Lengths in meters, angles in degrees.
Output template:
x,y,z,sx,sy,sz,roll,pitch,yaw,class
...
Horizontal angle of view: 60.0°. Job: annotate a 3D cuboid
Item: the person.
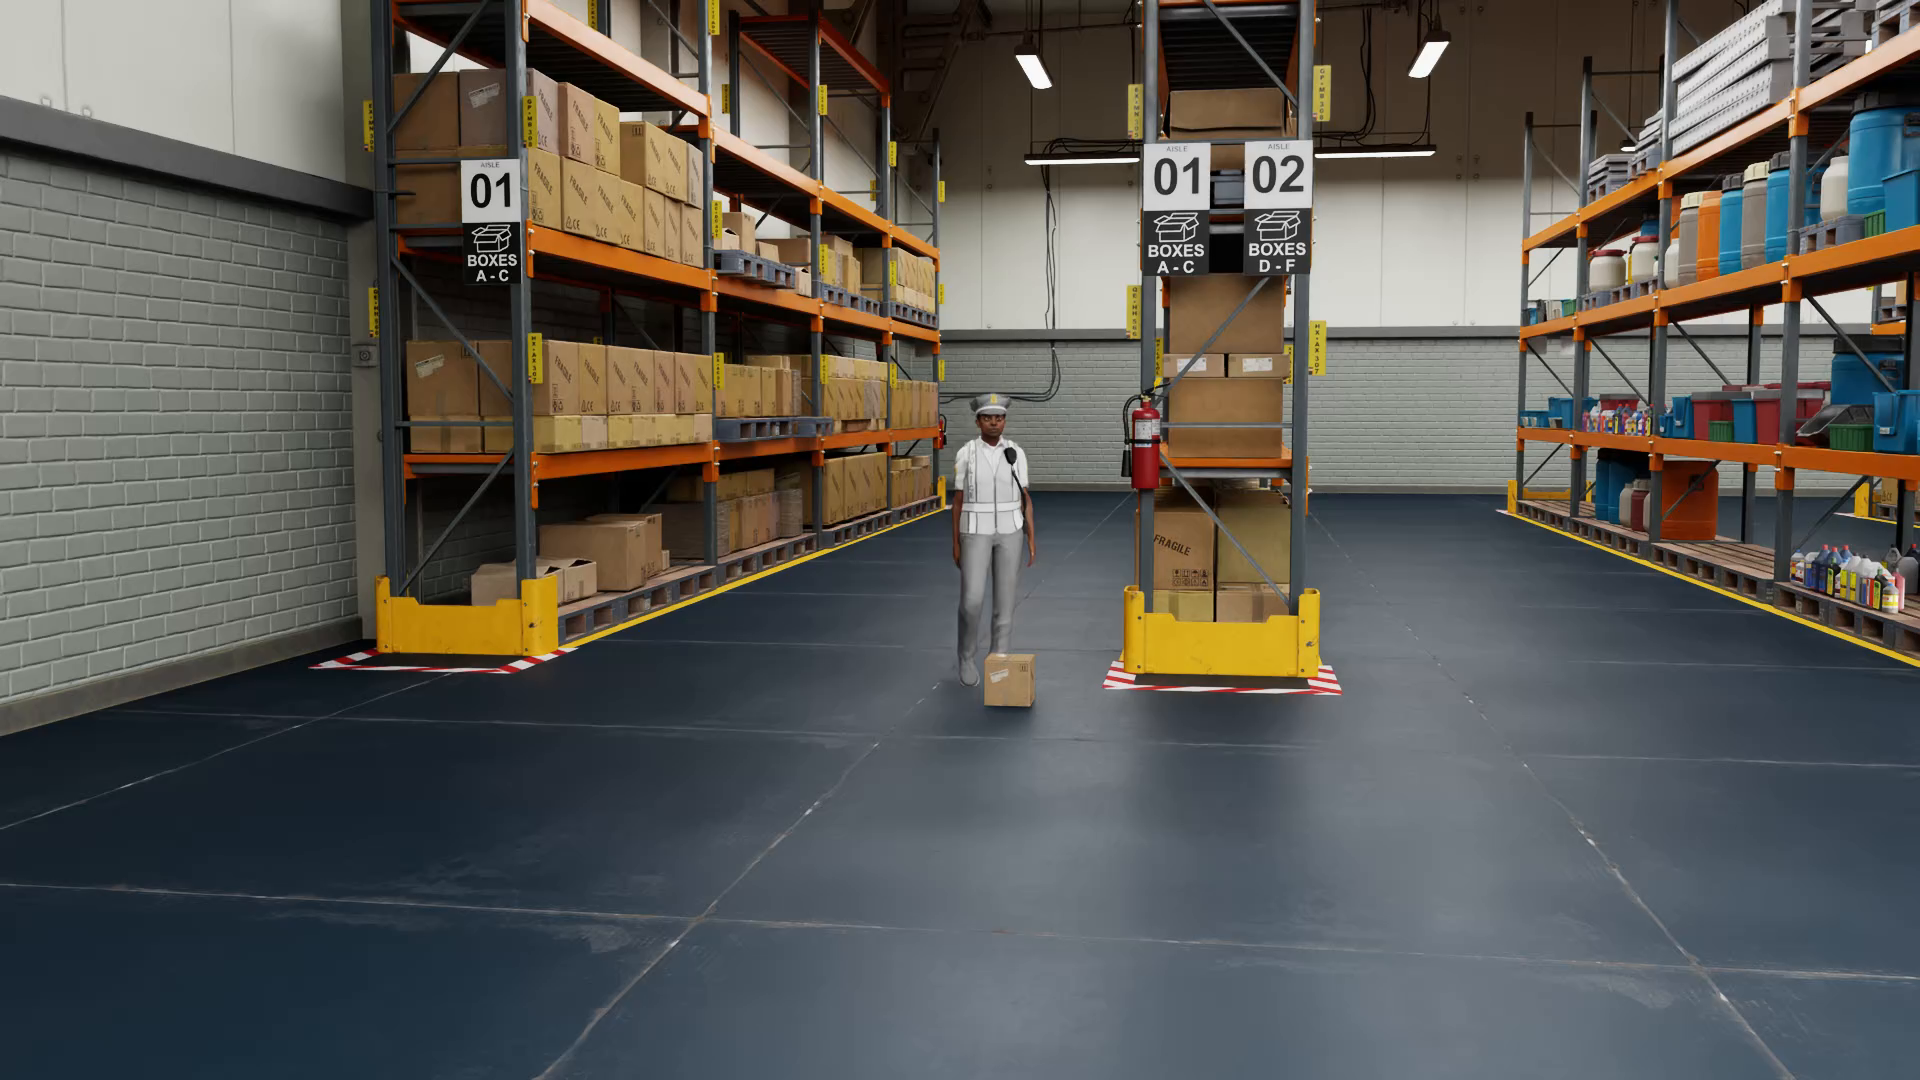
x,y,z,sx,sy,sz,roll,pitch,yaw,class
0.200,0.007,9.651,0.465,1.718,0.411,-1,5,-9,person
